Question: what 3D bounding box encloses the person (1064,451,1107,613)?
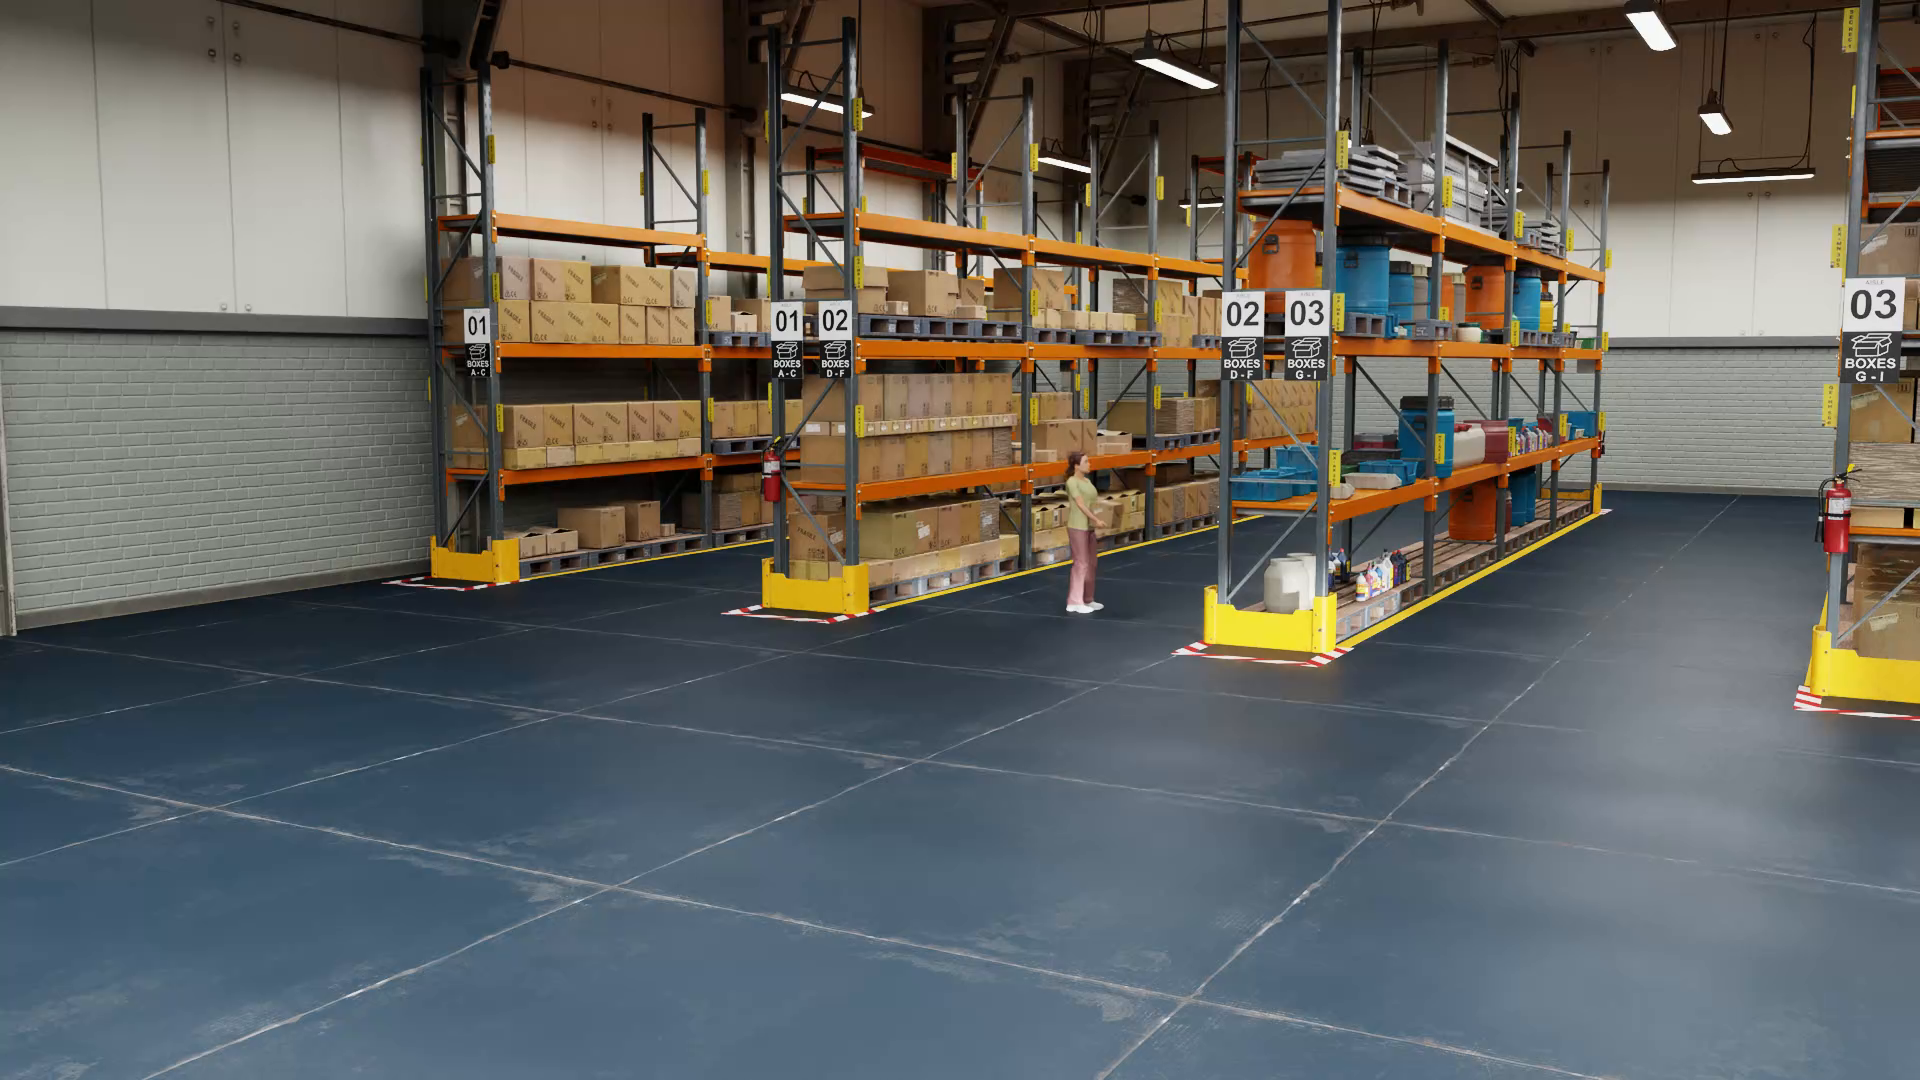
[{"bbox_3d":[1.330,-0.087,17.238,0.553,1.659,0.425,3,7,30],"label":"person"}]
